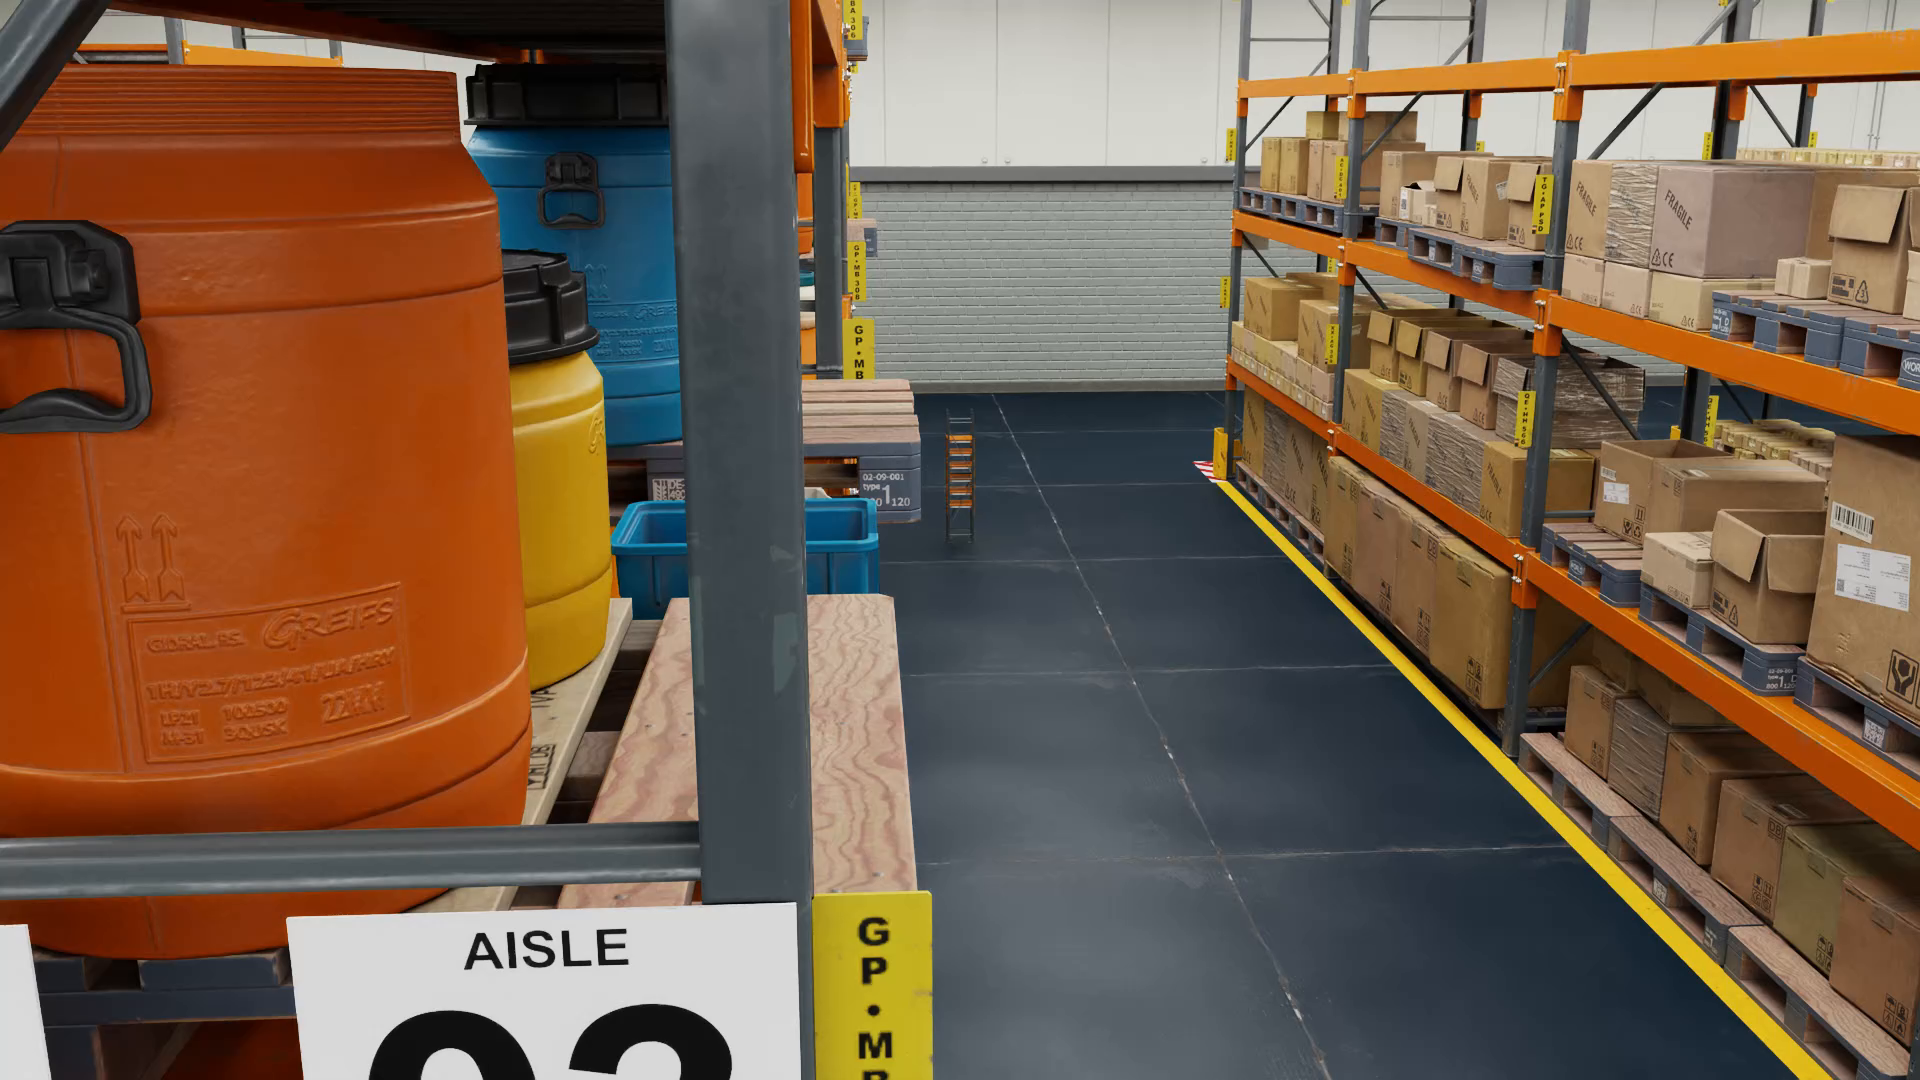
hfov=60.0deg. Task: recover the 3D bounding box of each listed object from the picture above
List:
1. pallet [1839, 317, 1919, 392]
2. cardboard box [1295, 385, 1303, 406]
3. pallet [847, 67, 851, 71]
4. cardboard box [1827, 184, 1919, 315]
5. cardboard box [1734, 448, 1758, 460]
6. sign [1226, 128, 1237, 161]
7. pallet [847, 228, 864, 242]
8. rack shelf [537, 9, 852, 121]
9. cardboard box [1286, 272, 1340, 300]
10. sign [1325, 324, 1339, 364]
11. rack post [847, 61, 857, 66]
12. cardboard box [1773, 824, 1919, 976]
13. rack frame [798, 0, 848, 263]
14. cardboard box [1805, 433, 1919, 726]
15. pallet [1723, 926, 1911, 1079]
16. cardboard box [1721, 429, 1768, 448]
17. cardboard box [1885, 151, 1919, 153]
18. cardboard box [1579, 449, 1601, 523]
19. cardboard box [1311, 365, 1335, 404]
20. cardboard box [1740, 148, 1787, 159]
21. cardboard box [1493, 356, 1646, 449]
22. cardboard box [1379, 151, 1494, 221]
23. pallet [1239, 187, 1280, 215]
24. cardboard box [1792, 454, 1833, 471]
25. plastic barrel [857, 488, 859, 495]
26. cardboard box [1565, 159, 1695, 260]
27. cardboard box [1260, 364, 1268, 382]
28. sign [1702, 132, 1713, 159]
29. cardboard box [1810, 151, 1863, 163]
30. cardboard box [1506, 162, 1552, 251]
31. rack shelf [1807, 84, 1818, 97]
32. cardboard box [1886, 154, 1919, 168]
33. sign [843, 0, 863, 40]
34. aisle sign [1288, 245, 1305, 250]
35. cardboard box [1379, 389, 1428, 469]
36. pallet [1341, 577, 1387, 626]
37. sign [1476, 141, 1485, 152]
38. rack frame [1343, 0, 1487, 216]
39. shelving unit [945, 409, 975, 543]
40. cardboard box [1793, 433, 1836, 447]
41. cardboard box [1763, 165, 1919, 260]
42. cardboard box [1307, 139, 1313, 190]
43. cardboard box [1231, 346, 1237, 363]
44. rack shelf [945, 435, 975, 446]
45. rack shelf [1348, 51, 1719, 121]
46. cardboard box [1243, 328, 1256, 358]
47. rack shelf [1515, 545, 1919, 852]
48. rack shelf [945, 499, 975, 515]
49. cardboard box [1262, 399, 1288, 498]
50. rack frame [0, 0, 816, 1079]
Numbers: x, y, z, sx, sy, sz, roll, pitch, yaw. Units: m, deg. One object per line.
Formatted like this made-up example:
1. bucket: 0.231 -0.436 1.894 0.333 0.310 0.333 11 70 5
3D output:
1. pallet: 4.141 -0.671 6.193 1.213 0.211 1.003 -1 14 -3
2. cardboard box: 3.183 -1.284 14.725 0.380 0.149 0.250 -1 14 -2
3. pallet: -1.285 -3.482 11.904 1.003 0.211 1.213 -1 14 -3
4. cardboard box: 4.083 -1.212 6.873 0.797 0.503 0.637 0 14 -1
5. cardboard box: 8.034 -0.828 16.730 0.380 0.149 0.250 0 14 -2
6. sign: 2.775 -4.045 17.020 0.100 0.325 0.005 -1 14 -3
7. pallet: -1.147 -1.953 11.178 1.003 0.211 1.213 -1 14 -3
8. rack shelf: -0.995 -1.938 6.969 1.077 0.370 4.000 -1 14 -3
9. cardboard box: 3.622 -2.456 16.973 0.500 0.500 0.500 -1 14 -3
10. sign: 3.023 -1.592 13.521 0.100 0.325 0.005 -1 14 -3
11. rack post: -1.114 -3.229 10.742 0.937 0.300 0.954 1 14 3
12. cardboard box: 4.045 1.572 7.254 0.700 0.500 0.500 -1 14 -4
13. rack frame: -1.119 -2.977 8.762 1.000 3.000 0.127 -1 14 -3
14. cardboard box: 4.163 0.153 6.590 1.000 1.000 1.000 -1 14 -3
15. pallet: 4.023 2.003 7.041 1.003 0.211 1.213 -1 14 -3
16. cardboard box: 8.004 -1.033 16.931 0.380 0.149 0.250 -1 14 -4
17. cardboard box: 8.695 -3.479 15.228 0.380 0.149 0.250 -1 14 -5
18. cardboard box: 4.066 -0.322 10.281 0.500 0.500 0.500 0 14 -2
19. cardboard box: 3.288 -1.320 14.066 0.500 0.250 0.500 -1 14 -4
20. cardboard box: 8.077 -3.857 16.699 0.380 0.149 0.250 0 14 -1
21. cardboard box: 3.796 -0.865 10.377 0.797 0.503 0.637 0 14 -2
22. cardboard box: 3.623 -2.704 12.675 0.700 0.500 0.500 -1 14 -2
23. pallet: 3.386 -3.363 16.461 1.003 0.211 1.213 -1 14 -3
24. cardboard box: 8.098 -0.713 15.687 0.380 0.149 0.250 -1 14 -5
25. plastic barrel: -0.787 -0.027 9.063 0.600 0.536 0.708 -1 14 -3
26. cardboard box: 3.597 -1.771 8.889 0.500 0.500 0.500 -1 14 -3
27. cardboard box: 3.104 -1.603 15.966 0.380 0.149 0.250 -1 14 -4
28. sign: 7.744 -4.057 17.224 0.100 0.325 0.005 -1 14 -3
29. cardboard box: 8.145 -3.534 15.443 0.380 0.149 0.250 0 14 -2
30. cardboard box: 3.715 -2.005 9.953 0.797 0.503 0.637 0 14 0
31. rack shelf: 8.410 -4.247 15.149 1.077 0.370 4.000 -1 14 -3
32. cardboard box: 8.158 -3.209 14.181 0.380 0.149 0.250 -1 14 -4
33. sign: -0.570 -2.831 8.842 0.100 0.325 0.005 -1 14 -3
34. aisle sign: 3.624 -3.420 17.304 0.394 0.787 0.004 -1 14 -3
35. cardboard box: 3.419 -0.824 12.232 0.500 0.500 0.500 -1 14 -5
36. pallet: 3.700 0.398 13.280 1.003 0.211 1.213 -1 14 -3
37. sign: 4.118 -3.009 13.238 0.100 0.325 0.005 -1 14 -3
38. rack frame: 3.577 -4.049 12.926 1.000 3.000 0.127 -1 14 -3
39. shelving unit: 0.001 -0.577 15.087 0.258 1.200 0.189 -1 14 -3
40. cardboard box: 8.625 -0.981 16.729 0.380 0.149 0.250 -1 15 -6
41. cardboard box: 4.162 -1.526 7.938 0.500 0.500 0.500 -1 14 -2
42. cardboard box: 3.549 -3.356 15.009 0.700 0.500 0.500 0 14 -1
43. cardboard box: 3.022 -1.923 17.208 0.380 0.149 0.250 -1 14 -3
44. rack shelf: 0.001 -0.883 15.008 0.258 0.103 0.180 -1 14 -3
45. rack shelf: 3.701 -3.009 11.132 1.077 0.370 4.000 -1 14 -3
46. cardboard box: 3.128 -1.957 16.539 0.500 0.250 0.500 -1 14 -4
47. rack shelf: 3.949 0.697 7.964 1.077 0.370 4.000 -1 14 -3
48. rack shelf: 0.001 -0.302 15.157 0.258 0.103 0.180 -1 14 -3
49. cardboard box: 3.505 -0.928 16.259 0.875 0.875 0.875 -1 14 -3
50. rack frame: -0.623 -0.988 1.030 1.000 3.000 0.127 -1 14 -3
